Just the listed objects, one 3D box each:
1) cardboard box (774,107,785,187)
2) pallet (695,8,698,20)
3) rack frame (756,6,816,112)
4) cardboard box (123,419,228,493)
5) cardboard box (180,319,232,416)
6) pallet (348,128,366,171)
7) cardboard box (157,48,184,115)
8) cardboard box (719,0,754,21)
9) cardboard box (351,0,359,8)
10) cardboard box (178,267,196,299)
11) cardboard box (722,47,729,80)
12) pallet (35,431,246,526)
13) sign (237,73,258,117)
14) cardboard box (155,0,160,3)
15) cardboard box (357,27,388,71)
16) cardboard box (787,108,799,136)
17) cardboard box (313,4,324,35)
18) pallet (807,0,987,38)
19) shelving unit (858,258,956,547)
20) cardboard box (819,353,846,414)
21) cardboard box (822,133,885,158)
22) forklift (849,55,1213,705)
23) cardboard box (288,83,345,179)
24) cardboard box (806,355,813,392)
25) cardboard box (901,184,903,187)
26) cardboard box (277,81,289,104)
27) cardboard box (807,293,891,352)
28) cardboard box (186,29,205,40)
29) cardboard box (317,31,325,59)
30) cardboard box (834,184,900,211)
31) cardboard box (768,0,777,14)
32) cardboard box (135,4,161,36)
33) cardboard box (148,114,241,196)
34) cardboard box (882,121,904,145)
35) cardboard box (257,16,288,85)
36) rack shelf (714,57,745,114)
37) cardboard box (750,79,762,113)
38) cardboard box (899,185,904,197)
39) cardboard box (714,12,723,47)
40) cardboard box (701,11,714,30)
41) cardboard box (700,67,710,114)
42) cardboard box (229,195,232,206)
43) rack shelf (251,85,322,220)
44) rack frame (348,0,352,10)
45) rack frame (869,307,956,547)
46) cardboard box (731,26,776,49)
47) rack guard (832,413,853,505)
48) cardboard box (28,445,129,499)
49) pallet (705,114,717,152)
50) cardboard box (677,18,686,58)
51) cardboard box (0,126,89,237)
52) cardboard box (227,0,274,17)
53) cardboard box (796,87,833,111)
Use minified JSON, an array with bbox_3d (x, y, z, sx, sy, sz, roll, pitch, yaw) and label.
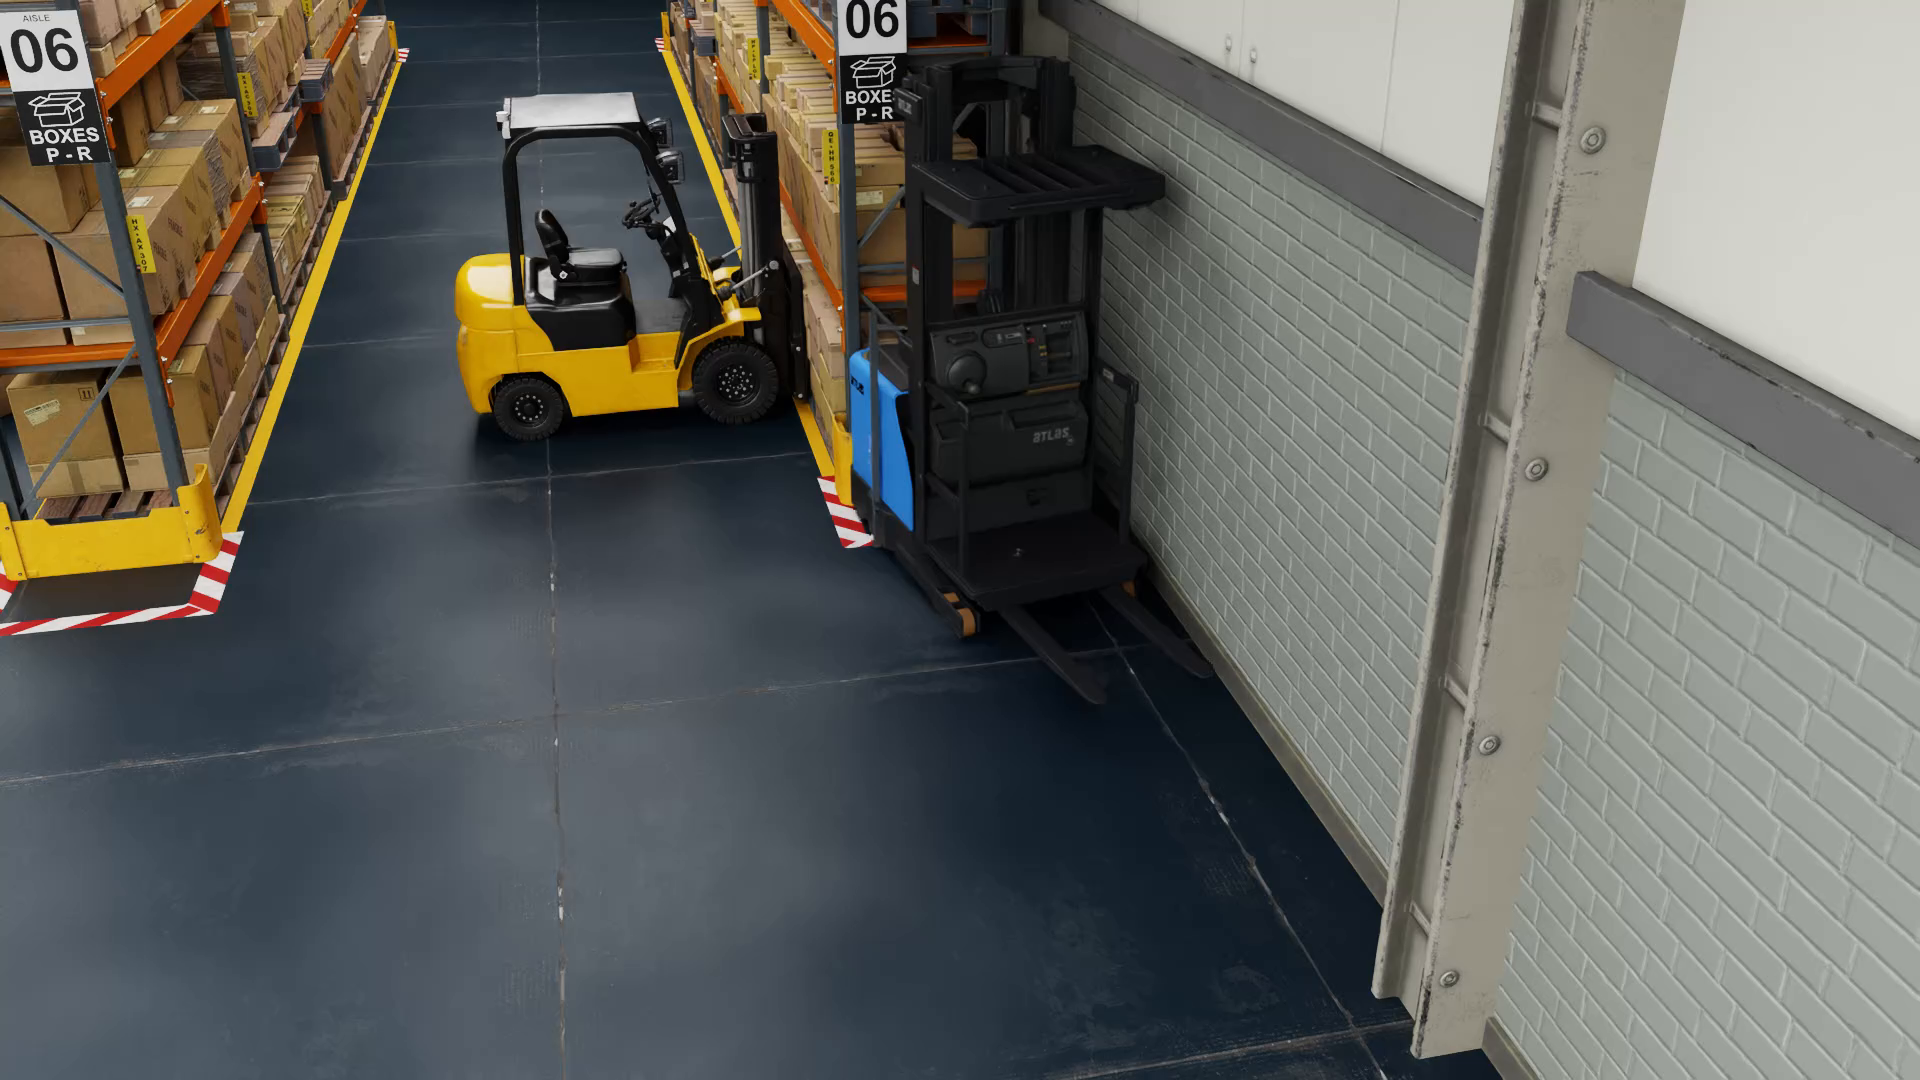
[{"bbox_3d":[-1.153,-3.053,12.859,0.500,0.500,0.500,-5,27,-11],"label":"cardboard box"},{"bbox_3d":[-2.476,-5.981,18.983,1.003,0.211,1.213,-6,27,-12],"label":"pallet"},{"bbox_3d":[-1.132,-3.457,13.770,1.000,3.000,0.127,-6,27,-12],"label":"rack frame"},{"bbox_3d":[-4.978,-0.537,10.571,0.500,0.250,0.500,-6,27,-12],"label":"cardboard box"},{"bbox_3d":[-5.106,-1.112,10.877,0.500,0.500,0.500,-7,28,-14],"label":"cardboard box"},{"bbox_3d":[-7.244,-4.351,18.635,1.003,0.211,1.213,-6,27,-12],"label":"pallet"},{"bbox_3d":[-6.079,-3.360,12.027,0.700,0.500,0.500,-6,27,-12],"label":"cardboard box"},{"bbox_3d":[-2.187,-5.260,16.512,0.380,0.149,0.250,-5,27,-10],"label":"cardboard box"},{"bbox_3d":[-7.621,-6.741,20.165,0.500,0.500,0.500,-5,27,-10],"label":"cardboard box"},{"bbox_3d":[-5.004,-1.603,10.377,0.380,0.149,0.250,-6,27,-11],"label":"cardboard box"},{"bbox_3d":[-2.063,-4.705,16.409,0.500,0.250,0.500,-7,28,-13],"label":"cardboard box"},{"bbox_3d":[-5.231,-0.344,10.697,1.003,0.211,1.213,-6,27,-12],"label":"pallet"},{"bbox_3d":[-5.440,-3.396,12.689,0.100,0.325,0.005,-6,27,-12],"label":"sign"},{"bbox_3d":[-5.260,-3.521,10.405,0.500,0.250,0.500,-5,27,-10],"label":"cardboard box"},{"bbox_3d":[-8.211,-6.582,22.340,0.875,0.438,0.875,-5,27,-10],"label":"cardboard box"},{"bbox_3d":[-1.056,-3.060,12.152,0.380,0.149,0.250,-7,28,-13],"label":"cardboard box"},{"bbox_3d":[-6.858,-5.338,17.109,0.500,0.250,0.500,-5,27,-10],"label":"cardboard box"},{"bbox_3d":[-0.365,-3.314,10.255,1.003,0.211,1.213,-6,27,-12],"label":"pallet"},{"bbox_3d":[-0.355,-0.874,10.310,0.538,1.500,1.048,-4,27,-8],"label":"shelving unit"},{"bbox_3d":[-0.645,-1.066,11.064,0.500,0.250,0.500,-6,27,-12],"label":"cardboard box"},{"bbox_3d":[-0.688,-2.521,10.755,0.380,0.149,0.250,-5,27,-10],"label":"cardboard box"},{"bbox_3d":[0.365,-0.989,8.956,1.130,2.935,3.031,-11,29,-21],"label":"forklift"},{"bbox_3d":[-6.943,-4.258,17.249,0.875,0.875,0.875,-6,27,-12],"label":"cardboard box"},{"bbox_3d":[-0.851,-1.275,12.032,0.500,0.250,0.500,-6,27,-11],"label":"cardboard box"},{"bbox_3d":[-0.172,-2.312,10.671,0.380,0.149,0.250,-6,27,-12],"label":"cardboard box"},{"bbox_3d":[-6.051,-3.876,14.414,0.380,0.149,0.250,-5,27,-10],"label":"cardboard box"},{"bbox_3d":[-0.759,-1.501,11.371,0.500,0.250,0.500,-5,27,-11],"label":"cardboard box"},{"bbox_3d":[-6.518,-3.940,13.821,0.500,0.500,0.500,-5,27,-10],"label":"cardboard box"},{"bbox_3d":[-6.867,-5.104,17.200,0.500,0.250,0.500,-7,28,-13],"label":"cardboard box"},{"bbox_3d":[-0.582,-2.159,10.367,0.380,0.149,0.250,-6,27,-11],"label":"cardboard box"},{"bbox_3d":[-1.763,-5.425,16.838,0.380,0.149,0.250,-5,27,-10],"label":"cardboard box"},{"bbox_3d":[-5.119,-3.168,10.147,0.380,0.149,0.250,-6,27,-11],"label":"cardboard box"},{"bbox_3d":[-5.502,-2.734,11.896,0.500,0.500,0.500,-5,27,-10],"label":"cardboard box"},{"bbox_3d":[-0.323,-2.793,11.294,0.380,0.149,0.250,-5,27,-10],"label":"cardboard box"},{"bbox_3d":[-6.131,-4.214,14.362,0.500,0.500,0.500,-7,28,-14],"label":"cardboard box"},{"bbox_3d":[-1.583,-4.014,15.672,1.077,0.370,4.000,-6,27,-12],"label":"rack shelf"},{"bbox_3d":[-1.492,-3.803,14.067,0.500,0.250,0.500,-7,28,-13],"label":"cardboard box"},{"bbox_3d":[-0.211,-2.218,11.204,0.500,0.500,0.500,-5,27,-10],"label":"cardboard box"},{"bbox_3d":[-2.196,-5.147,16.730,0.500,0.250,0.500,-6,27,-12],"label":"cardboard box"},{"bbox_3d":[-2.555,-5.538,17.705,0.380,0.149,0.250,-5,27,-11],"label":"cardboard box"},{"bbox_3d":[-2.807,-5.353,19.835,0.500,0.500,0.500,-7,28,-13],"label":"cardboard box"},{"bbox_3d":[-5.552,-2.498,12.148,0.380,0.149,0.250,-6,27,-11],"label":"cardboard box"},{"bbox_3d":[-6.418,-3.508,14.670,1.077,0.370,4.000,-6,27,-12],"label":"rack shelf"},{"bbox_3d":[-7.770,-6.463,19.726,1.000,3.000,0.127,-6,27,-12],"label":"rack frame"},{"bbox_3d":[-0.277,-0.648,9.861,0.500,1.500,0.032,-4,27,-8],"label":"rack frame"},{"bbox_3d":[-1.877,-4.585,15.174,0.380,0.149,0.250,-7,28,-13],"label":"cardboard box"},{"bbox_3d":[-0.225,-0.574,10.833,1.175,0.500,0.348,-6,27,-12],"label":"rack guard"},{"bbox_3d":[-5.515,-0.493,10.484,0.500,0.250,0.500,-6,27,-12],"label":"cardboard box"},{"bbox_3d":[-2.436,-4.834,19.593,1.003,0.211,1.213,-6,27,-12],"label":"pallet"},{"bbox_3d":[-3.614,-6.897,22.894,0.500,0.500,0.500,-5,27,-11],"label":"cardboard box"},{"bbox_3d":[-5.394,-2.021,9.375,0.700,0.500,0.500,-7,28,-13],"label":"cardboard box"},{"bbox_3d":[-6.225,-4.672,14.551,0.380,0.149,0.250,-7,28,-14],"label":"cardboard box"},{"bbox_3d":[-0.982,-3.196,12.093,0.380,0.149,0.250,-6,27,-12],"label":"cardboard box"}]
